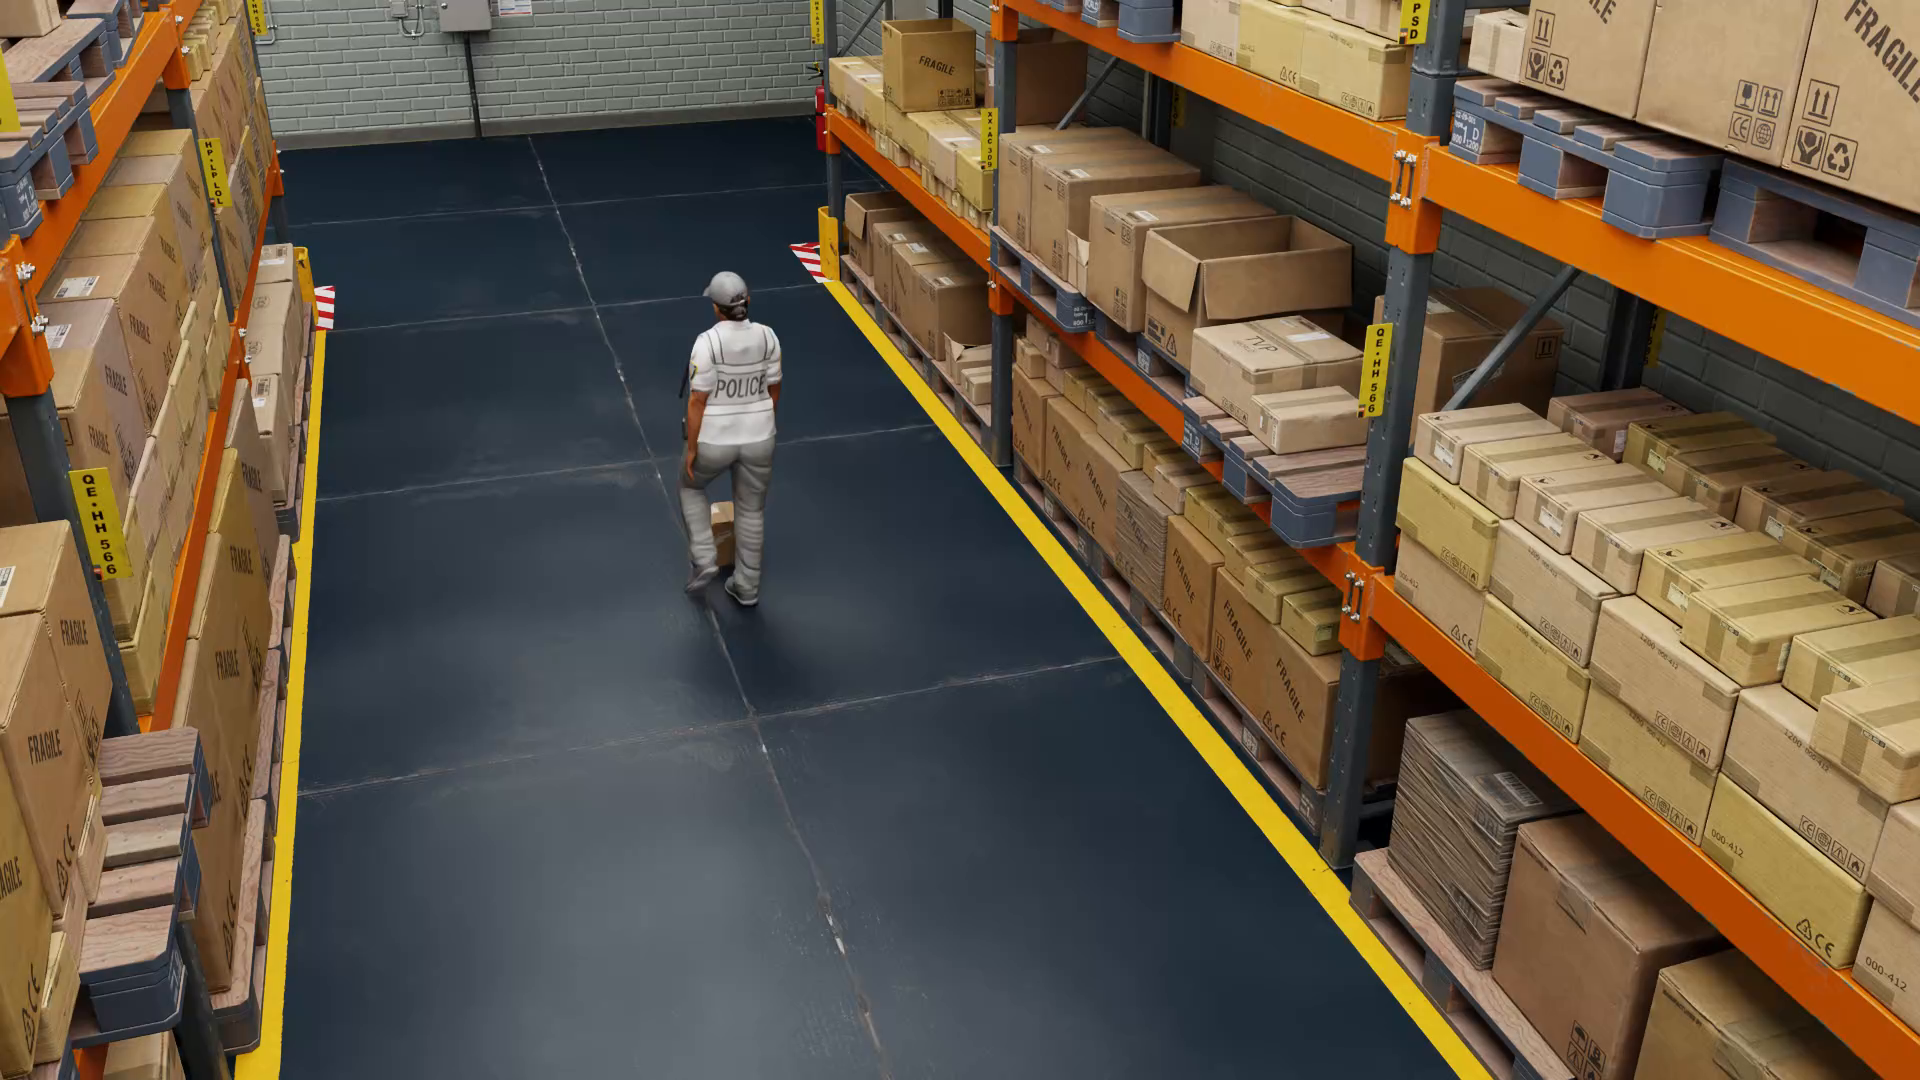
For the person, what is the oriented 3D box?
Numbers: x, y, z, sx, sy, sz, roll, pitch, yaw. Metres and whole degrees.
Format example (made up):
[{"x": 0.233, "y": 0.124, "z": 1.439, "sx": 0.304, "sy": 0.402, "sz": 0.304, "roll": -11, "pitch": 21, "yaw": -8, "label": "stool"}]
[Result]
[{"x": -1.122, "y": -0.493, "z": 8.088, "sx": 0.544, "sy": 1.676, "sz": 0.489, "roll": -12, "pitch": 29, "yaw": -23, "label": "person"}]
